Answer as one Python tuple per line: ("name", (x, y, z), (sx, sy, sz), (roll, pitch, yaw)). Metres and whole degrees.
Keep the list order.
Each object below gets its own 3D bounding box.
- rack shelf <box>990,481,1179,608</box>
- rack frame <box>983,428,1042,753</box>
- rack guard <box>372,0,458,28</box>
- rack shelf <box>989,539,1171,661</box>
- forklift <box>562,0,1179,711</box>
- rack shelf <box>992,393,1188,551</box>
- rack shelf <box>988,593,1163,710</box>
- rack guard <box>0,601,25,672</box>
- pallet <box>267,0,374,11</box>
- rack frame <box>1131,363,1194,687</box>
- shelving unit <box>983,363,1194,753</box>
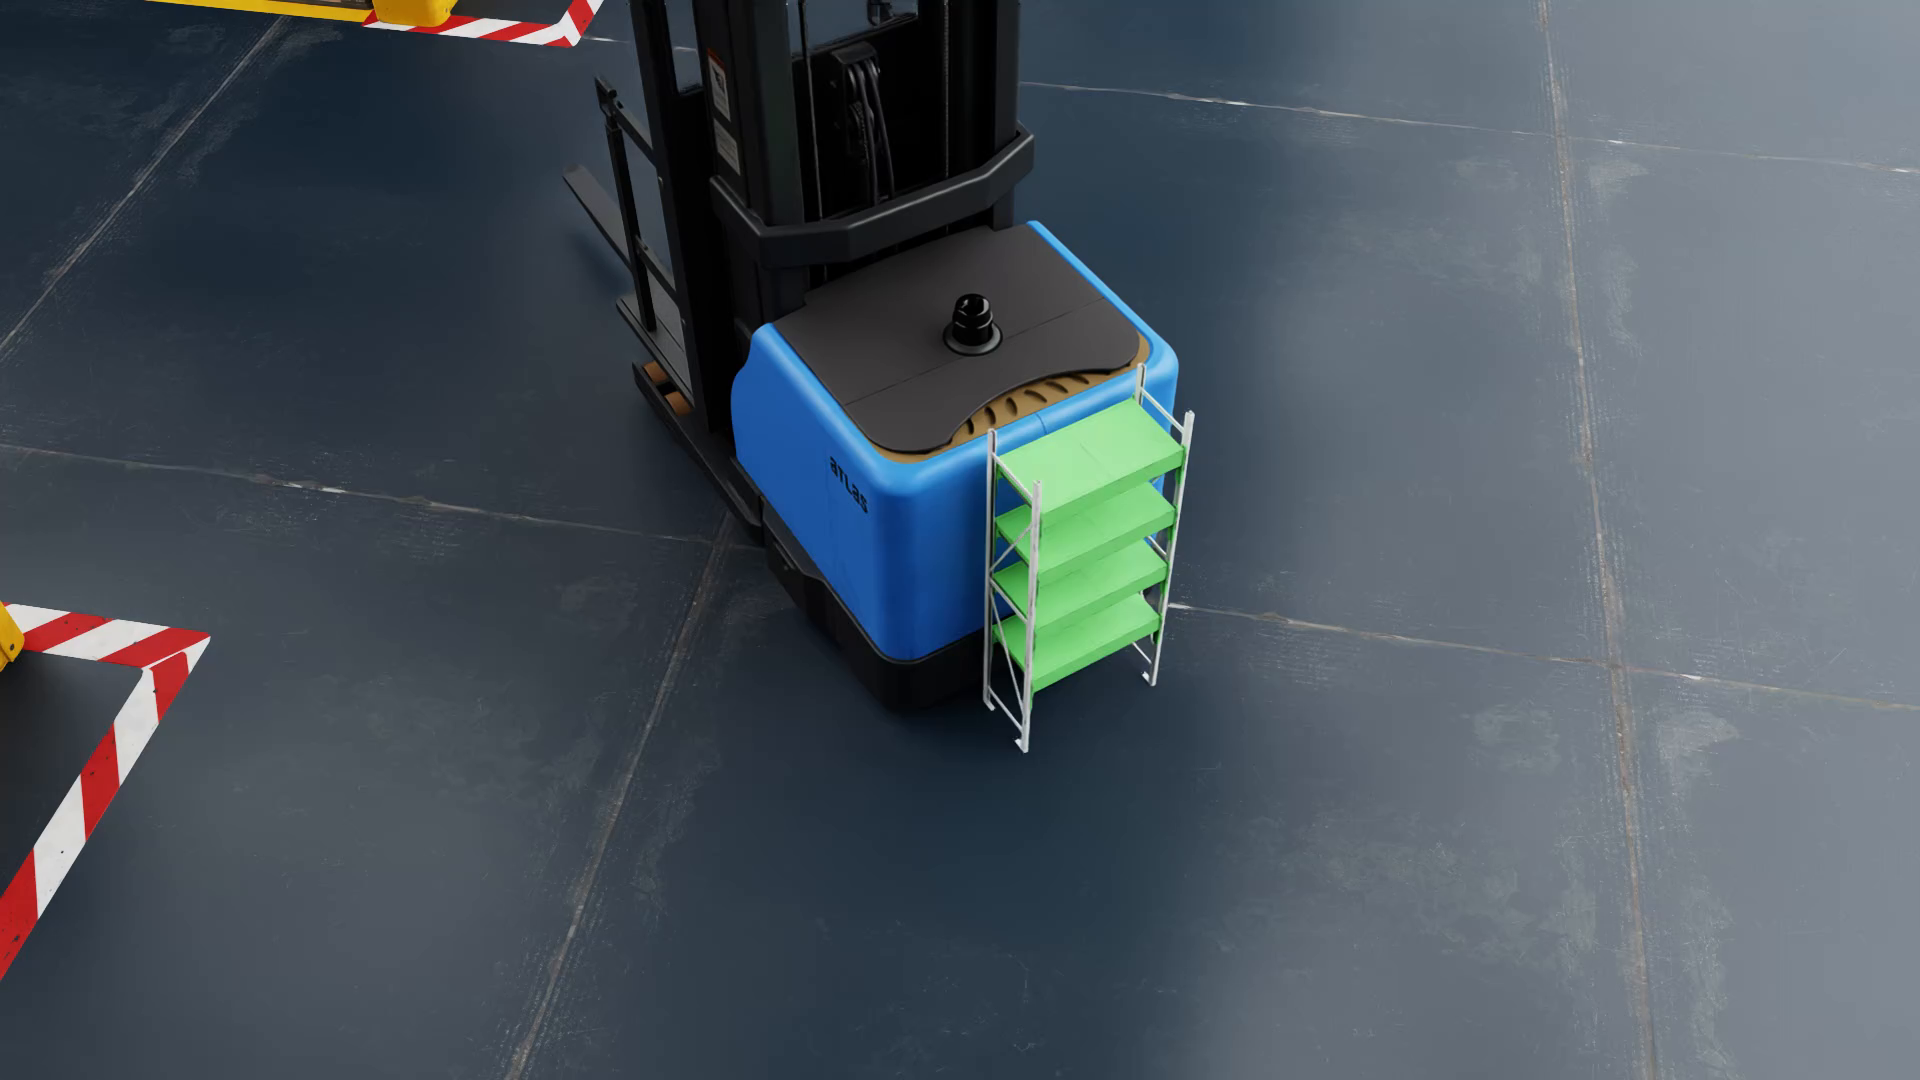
("rack shelf", (0.350, -0.031, 4.734), (0.480, 0.148, 0.258), (-25, 53, -21))
("rack frame", (0.142, 0.182, 4.780), (0.015, 1.200, 0.240), (-25, 53, -21))
("rack guard", (-2.549, -3.061, 8.164), (0.348, 0.500, 1.175), (8, 49, 7))
("rack shelf", (0.350, 0.129, 4.913), (0.480, 0.148, 0.258), (-25, 53, -21))
("forklift", (-0.552, -1.531, 5.156), (1.130, 2.935, 3.031), (-25, 53, -21))
("rack shelf", (0.350, -0.191, 4.556), (0.480, 0.148, 0.258), (-25, 53, -21))
("rack shelf", (0.350, 0.290, 5.092), (0.480, 0.148, 0.258), (-25, 53, -21))
("rack guard", (-3.326, 0.543, 4.926), (0.348, 0.500, 1.175), (8, 49, 7))
("pallet", (-3.347, -3.076, 8.372), (1.213, 0.211, 1.003), (8, 49, 7))
("rack frame", (0.557, -0.009, 4.951), (0.015, 1.200, 0.240), (-25, 53, -21))
("shelving unit", (0.350, 0.087, 4.865), (0.503, 1.200, 0.258), (-25, 53, -21))
